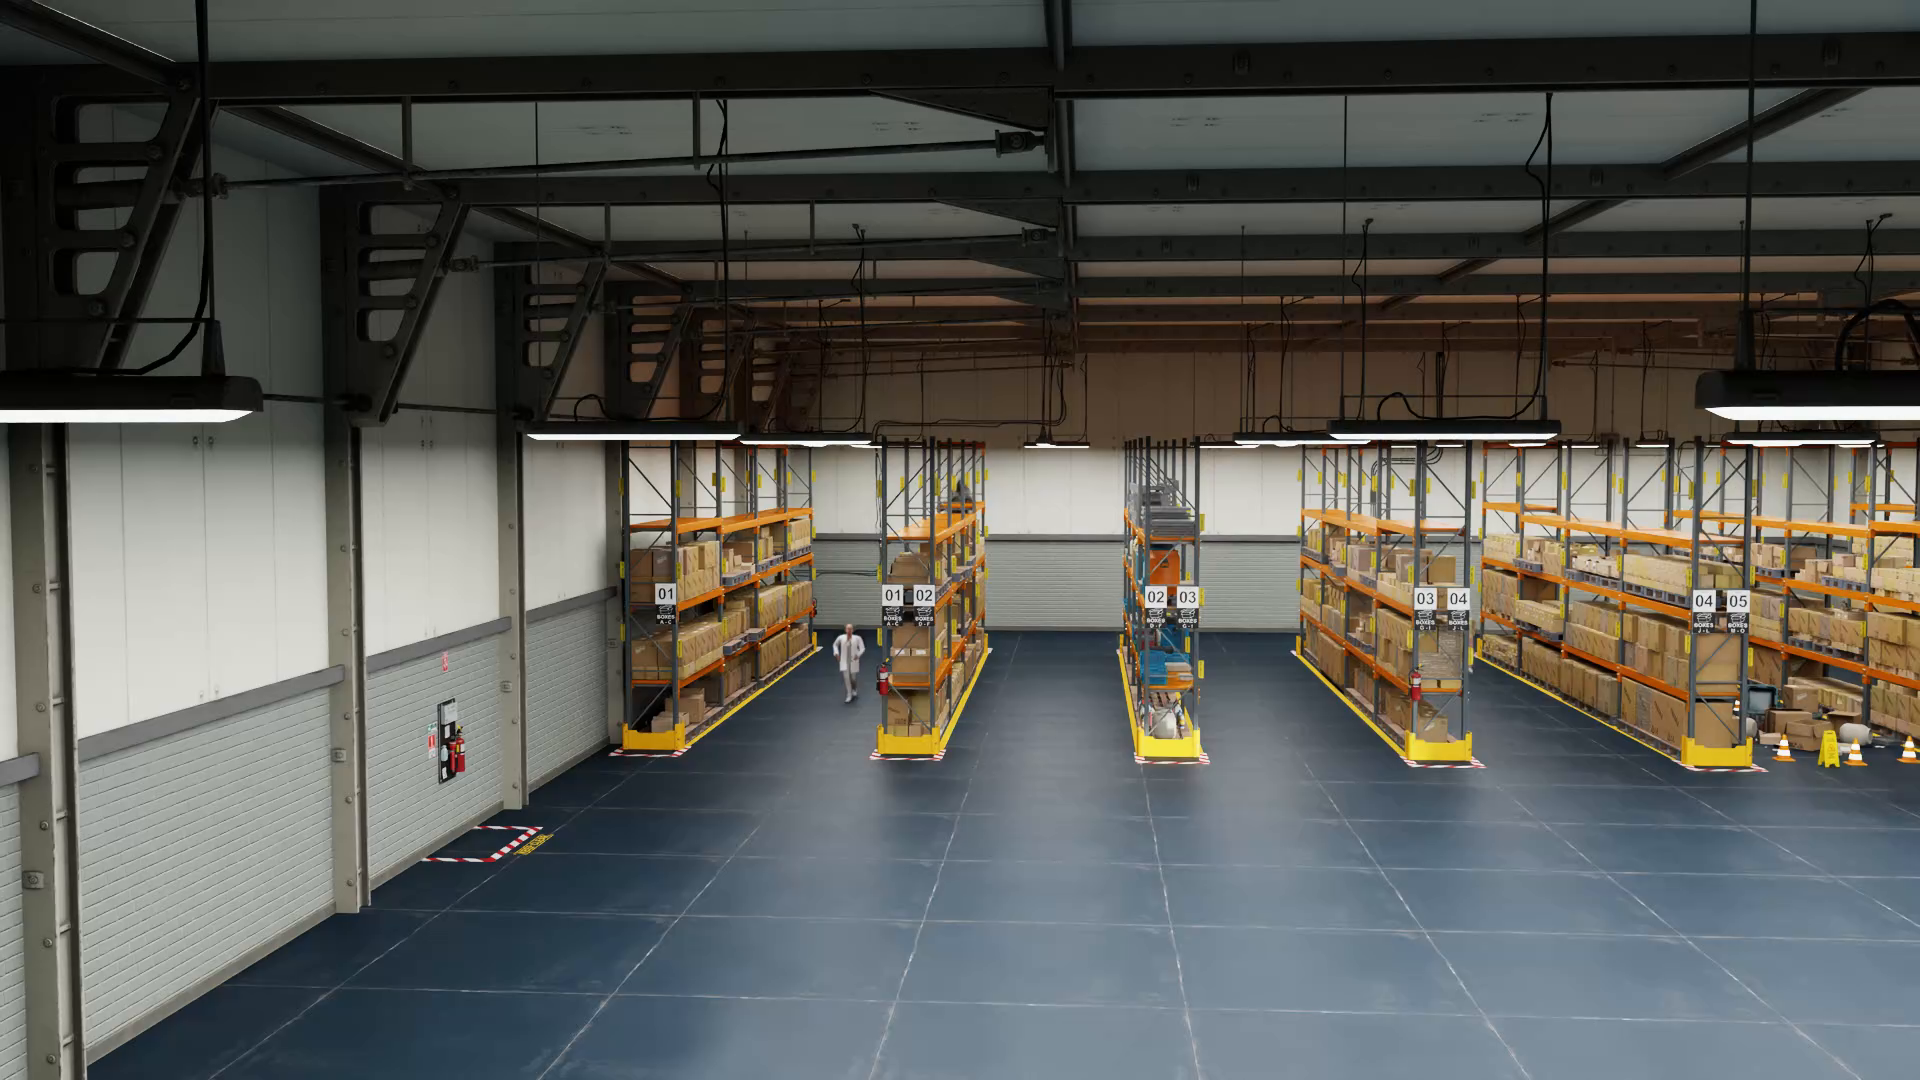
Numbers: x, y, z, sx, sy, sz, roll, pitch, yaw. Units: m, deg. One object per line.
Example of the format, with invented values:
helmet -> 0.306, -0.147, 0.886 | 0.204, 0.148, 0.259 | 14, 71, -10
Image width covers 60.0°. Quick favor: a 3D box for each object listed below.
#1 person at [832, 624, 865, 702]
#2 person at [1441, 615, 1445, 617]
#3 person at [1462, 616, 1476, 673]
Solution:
person -> -2.561, 2.807, 38.192 | 0.742, 1.748, 0.866 | 0, 3, -3
person -> 13.572, 2.394, 47.186 | 0.484, 1.636, 0.639 | -1, 3, -24
person -> 13.130, 2.586, 43.173 | 0.559, 1.725, 0.738 | 0, 3, 7
